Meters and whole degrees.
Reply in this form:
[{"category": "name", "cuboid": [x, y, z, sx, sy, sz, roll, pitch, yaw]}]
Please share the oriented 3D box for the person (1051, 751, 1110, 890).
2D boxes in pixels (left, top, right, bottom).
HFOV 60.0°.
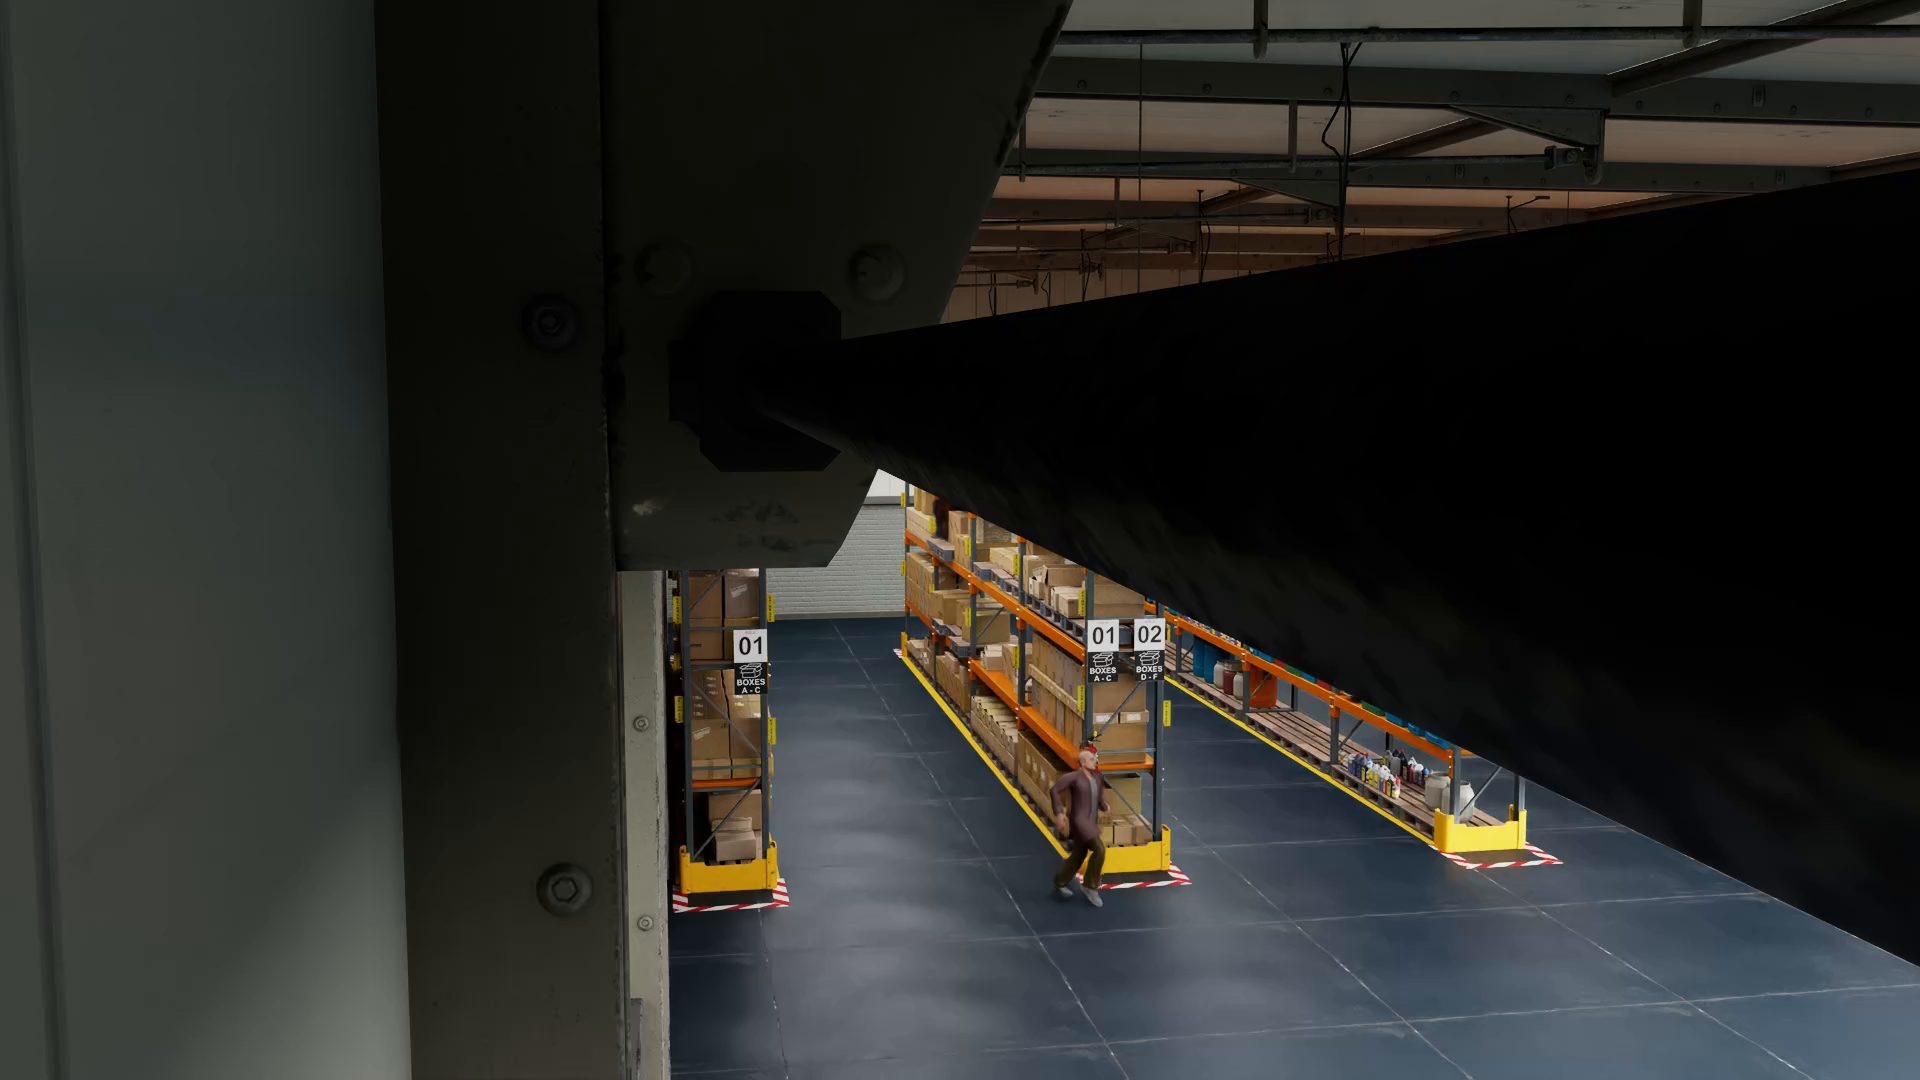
[{"category": "person", "cuboid": [1.510, 3.347, 19.818, 0.673, 1.650, 0.677, 4, 7, 34]}]
